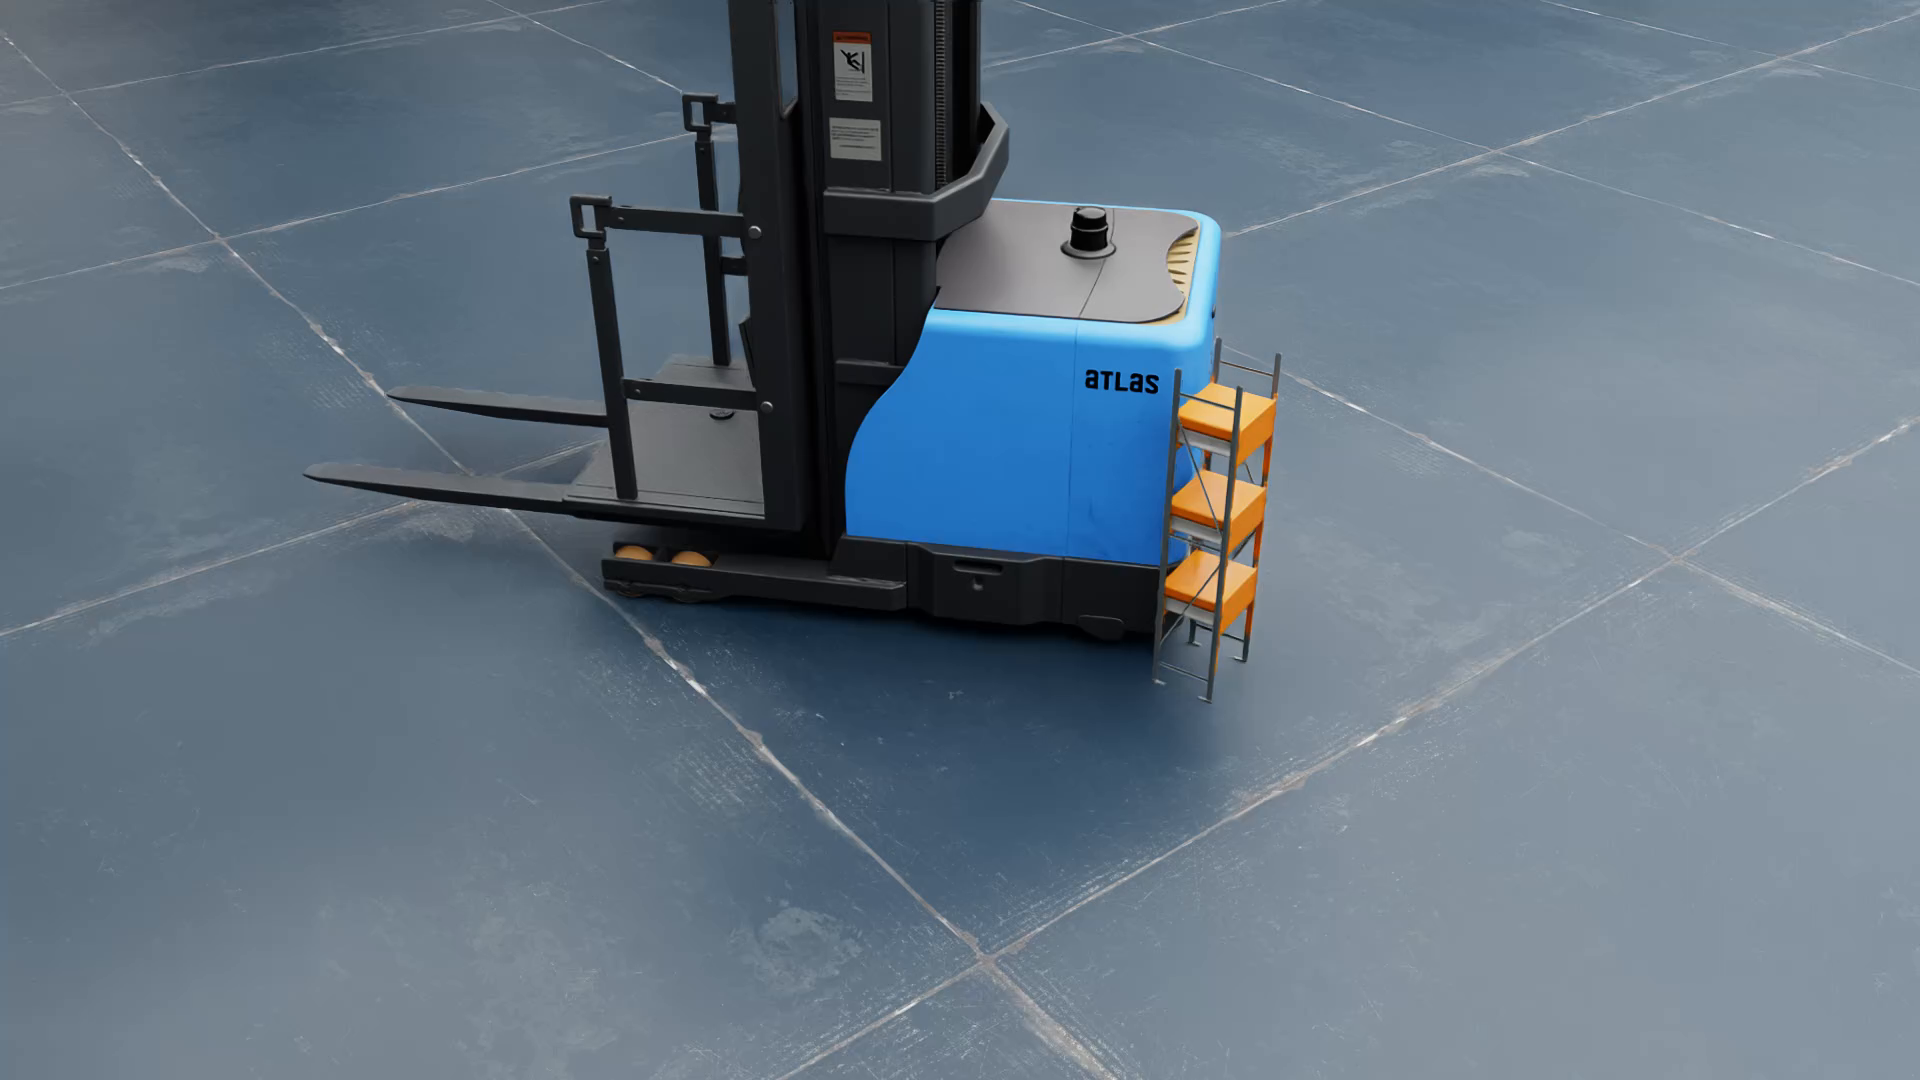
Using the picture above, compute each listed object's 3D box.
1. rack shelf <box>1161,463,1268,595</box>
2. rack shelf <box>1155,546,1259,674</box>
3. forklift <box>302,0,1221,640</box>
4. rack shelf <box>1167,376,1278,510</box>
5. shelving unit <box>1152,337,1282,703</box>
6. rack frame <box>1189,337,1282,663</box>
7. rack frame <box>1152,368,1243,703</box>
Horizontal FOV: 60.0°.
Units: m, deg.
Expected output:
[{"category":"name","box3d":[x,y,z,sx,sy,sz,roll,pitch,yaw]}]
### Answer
[{"category":"rack shelf","box3d":[0.736,-0.034,4.829,0.215,0.259,0.240,20,37,28]},{"category":"rack shelf","box3d":[0.736,0.202,4.976,0.215,0.259,0.240,20,37,28]},{"category":"forklift","box3d":[-0.704,-1.306,5.074,3.031,2.935,1.130,6,32,9]},{"category":"rack shelf","box3d":[0.736,-0.275,4.680,0.215,0.259,0.240,20,37,28]},{"category":"shelving unit","box3d":[0.736,-0.043,4.824,0.215,1.050,0.252,20,37,28]},{"category":"rack frame","box3d":[0.805,-0.096,4.910,0.200,1.050,0.008,20,37,28]},{"category":"rack frame","box3d":[0.668,0.011,4.738,0.200,1.050,0.008,20,37,28]}]
